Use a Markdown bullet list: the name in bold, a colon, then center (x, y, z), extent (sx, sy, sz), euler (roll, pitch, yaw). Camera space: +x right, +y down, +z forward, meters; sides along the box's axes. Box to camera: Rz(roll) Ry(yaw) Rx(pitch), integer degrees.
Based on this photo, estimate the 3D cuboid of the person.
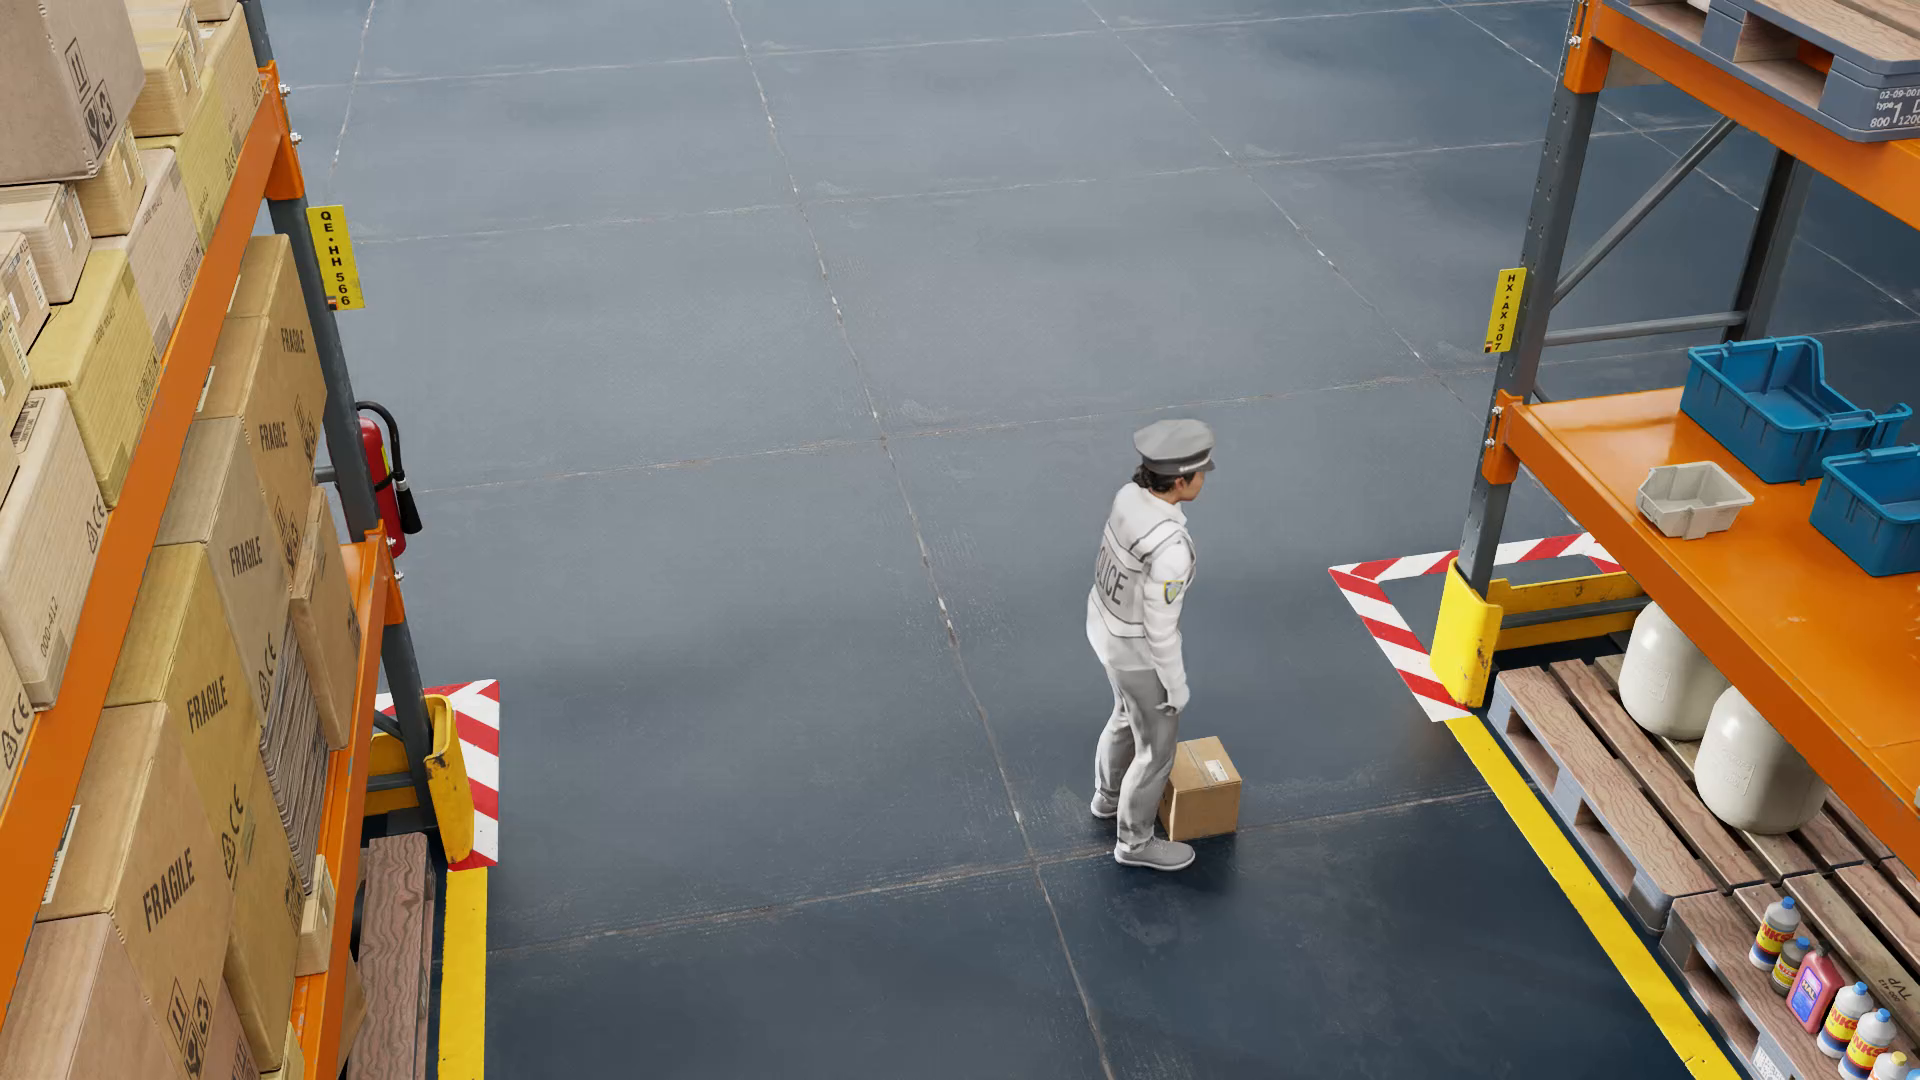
- **person**: center (0.626, 0.361, 5.615), extent (0.372, 1.664, 0.528), euler (-7, 35, -10)
